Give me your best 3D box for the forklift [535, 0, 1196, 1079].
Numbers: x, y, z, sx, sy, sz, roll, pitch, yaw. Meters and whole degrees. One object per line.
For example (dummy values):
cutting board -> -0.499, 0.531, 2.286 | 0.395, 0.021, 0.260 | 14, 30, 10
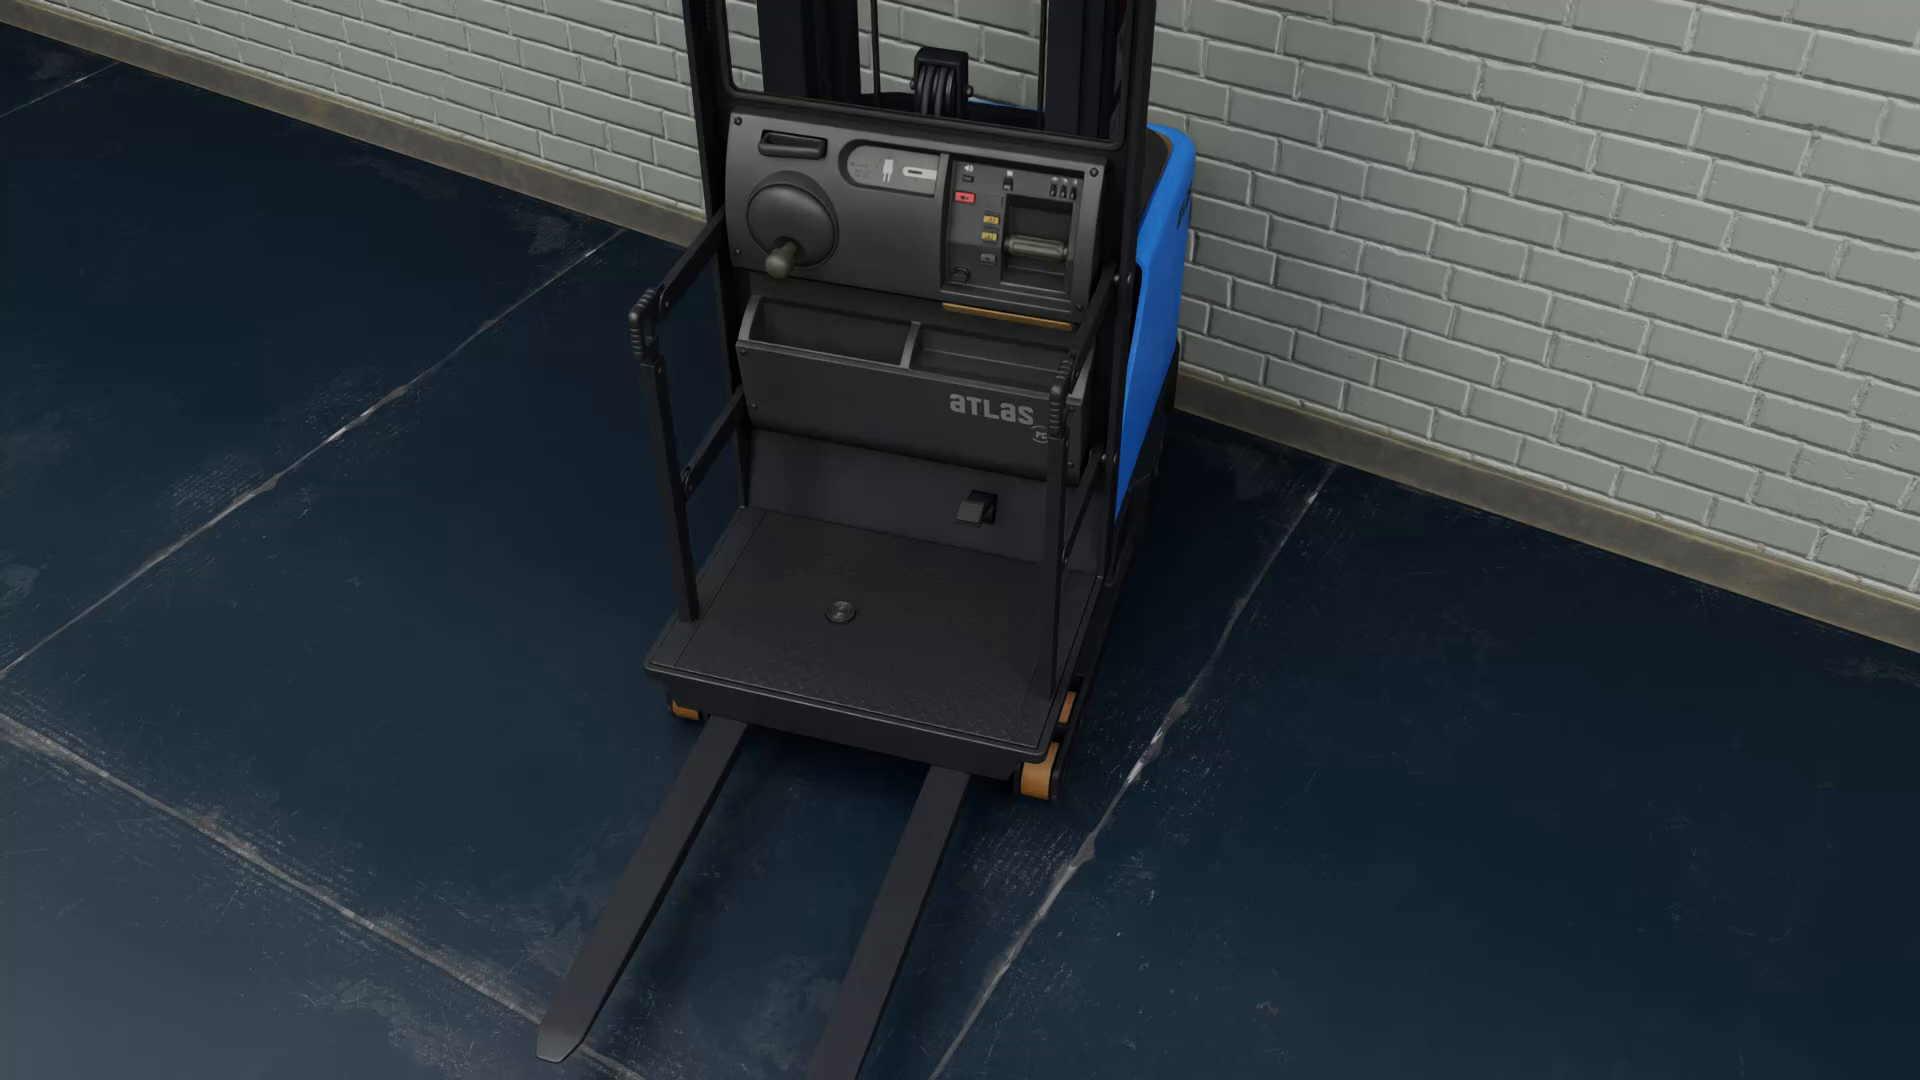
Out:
forklift -> -0.179, -0.701, 3.828 | 1.130, 2.935, 3.031 | 11, 43, 12
